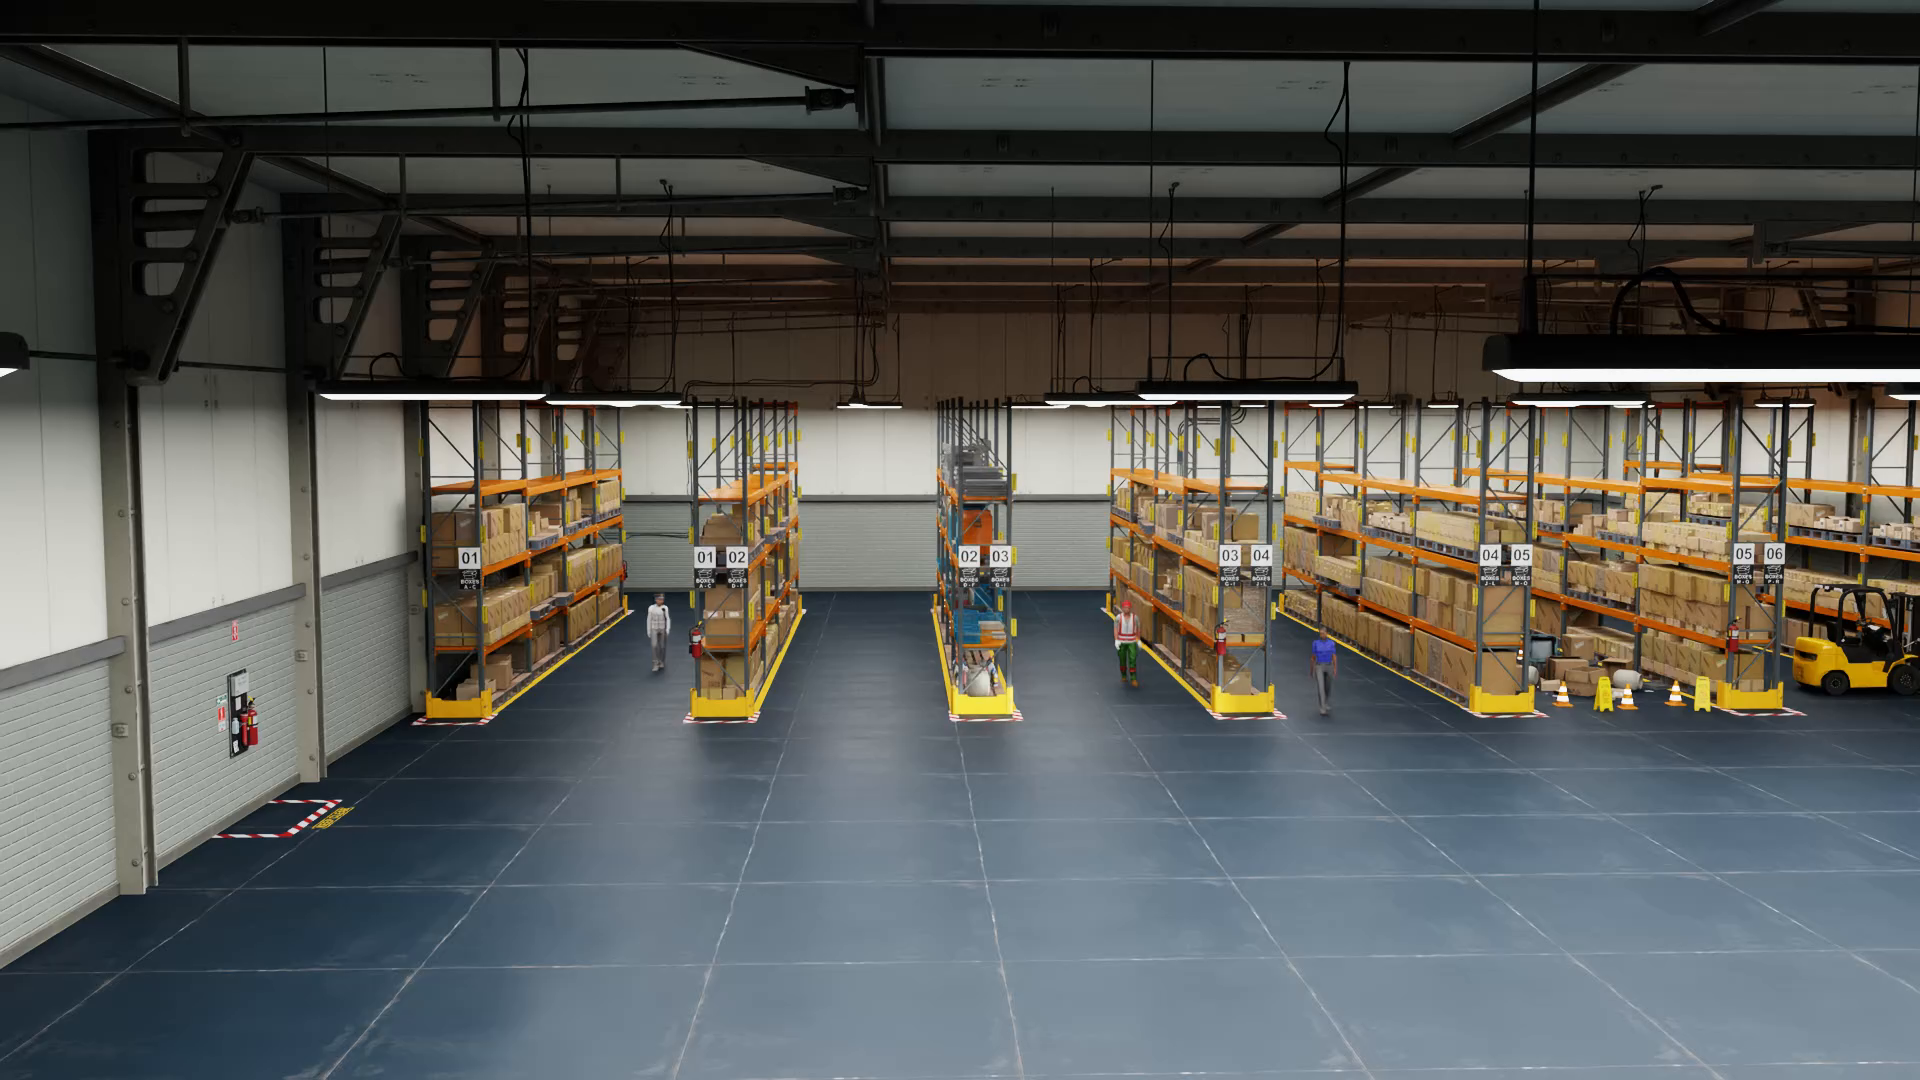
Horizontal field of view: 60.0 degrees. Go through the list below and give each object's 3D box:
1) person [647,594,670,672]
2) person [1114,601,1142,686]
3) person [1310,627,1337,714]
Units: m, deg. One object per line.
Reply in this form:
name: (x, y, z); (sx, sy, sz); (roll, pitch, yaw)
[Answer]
person: (-6.678, 2.049, 36.975); (0.507, 1.691, 0.655); (-2, 5, -19)
person: (3.505, 2.140, 34.700); (0.587, 1.742, 0.925); (0, 4, 6)
person: (6.922, 2.462, 31.632); (0.478, 1.633, 0.777); (0, 4, 5)
